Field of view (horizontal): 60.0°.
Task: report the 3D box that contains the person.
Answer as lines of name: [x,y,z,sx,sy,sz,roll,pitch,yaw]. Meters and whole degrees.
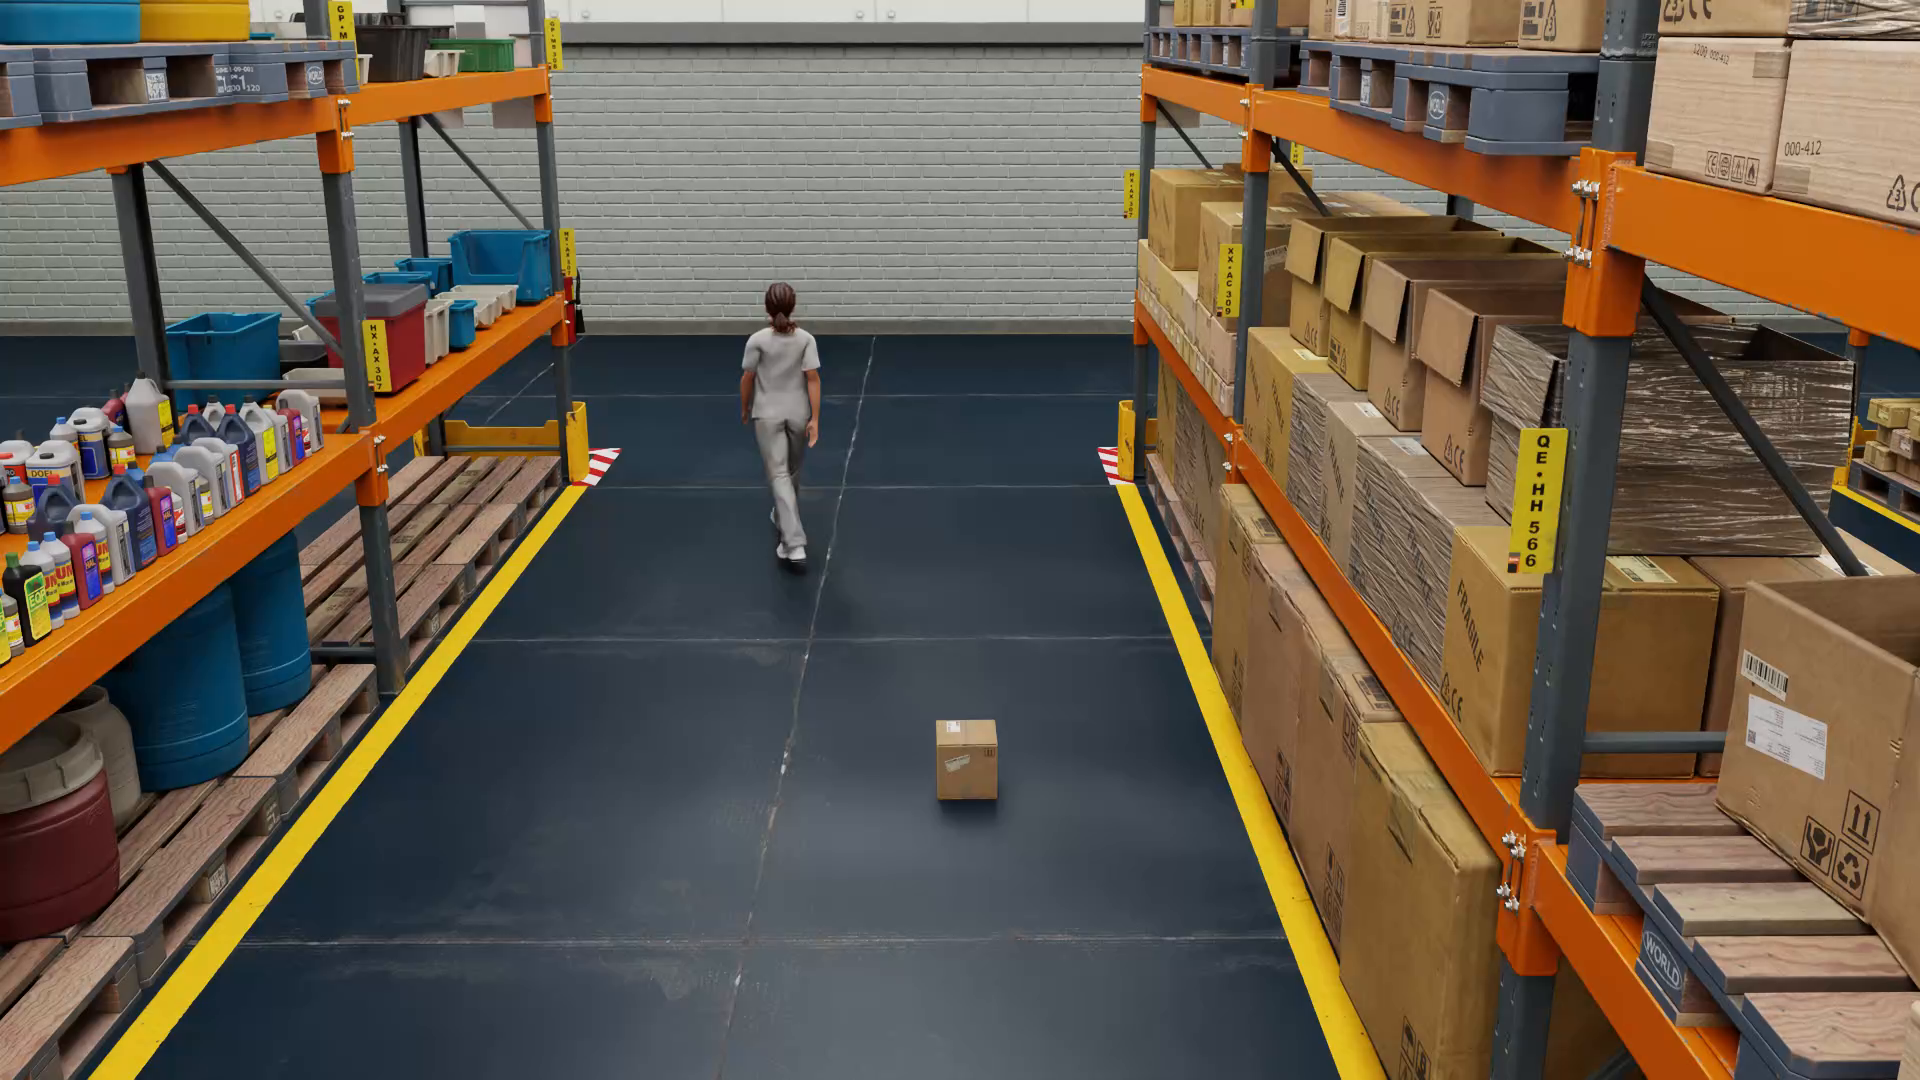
person: [-1.080,-0.742,9.932,0.451,1.611,1.048,-6,18,-20]
